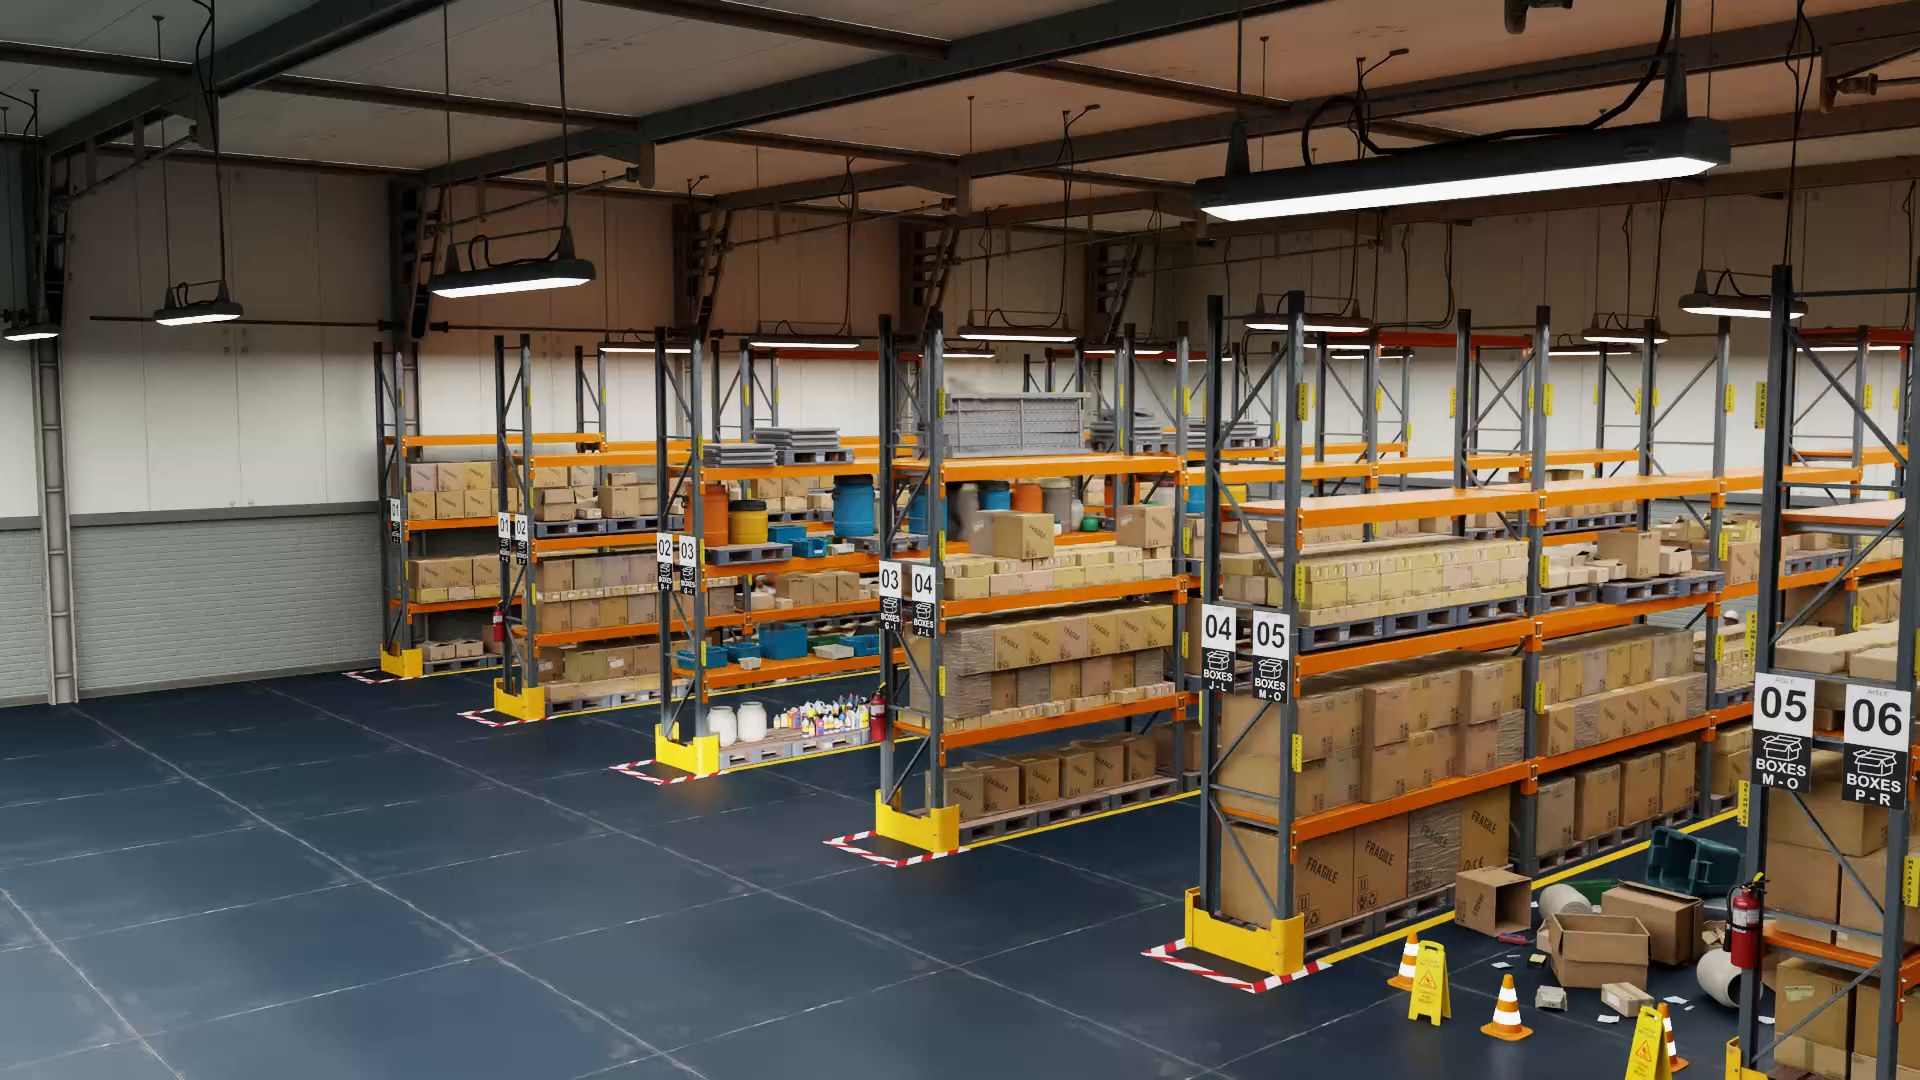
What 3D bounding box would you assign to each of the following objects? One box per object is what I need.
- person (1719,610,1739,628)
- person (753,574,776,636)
[{"bbox_3d":[11.638,1.977,25.207,0.801,1.842,0.665,-5,7,-43],"label":"person"},{"bbox_3d":[-3.715,1.500,31.334,0.746,1.725,0.583,-5,7,-42],"label":"person"}]
